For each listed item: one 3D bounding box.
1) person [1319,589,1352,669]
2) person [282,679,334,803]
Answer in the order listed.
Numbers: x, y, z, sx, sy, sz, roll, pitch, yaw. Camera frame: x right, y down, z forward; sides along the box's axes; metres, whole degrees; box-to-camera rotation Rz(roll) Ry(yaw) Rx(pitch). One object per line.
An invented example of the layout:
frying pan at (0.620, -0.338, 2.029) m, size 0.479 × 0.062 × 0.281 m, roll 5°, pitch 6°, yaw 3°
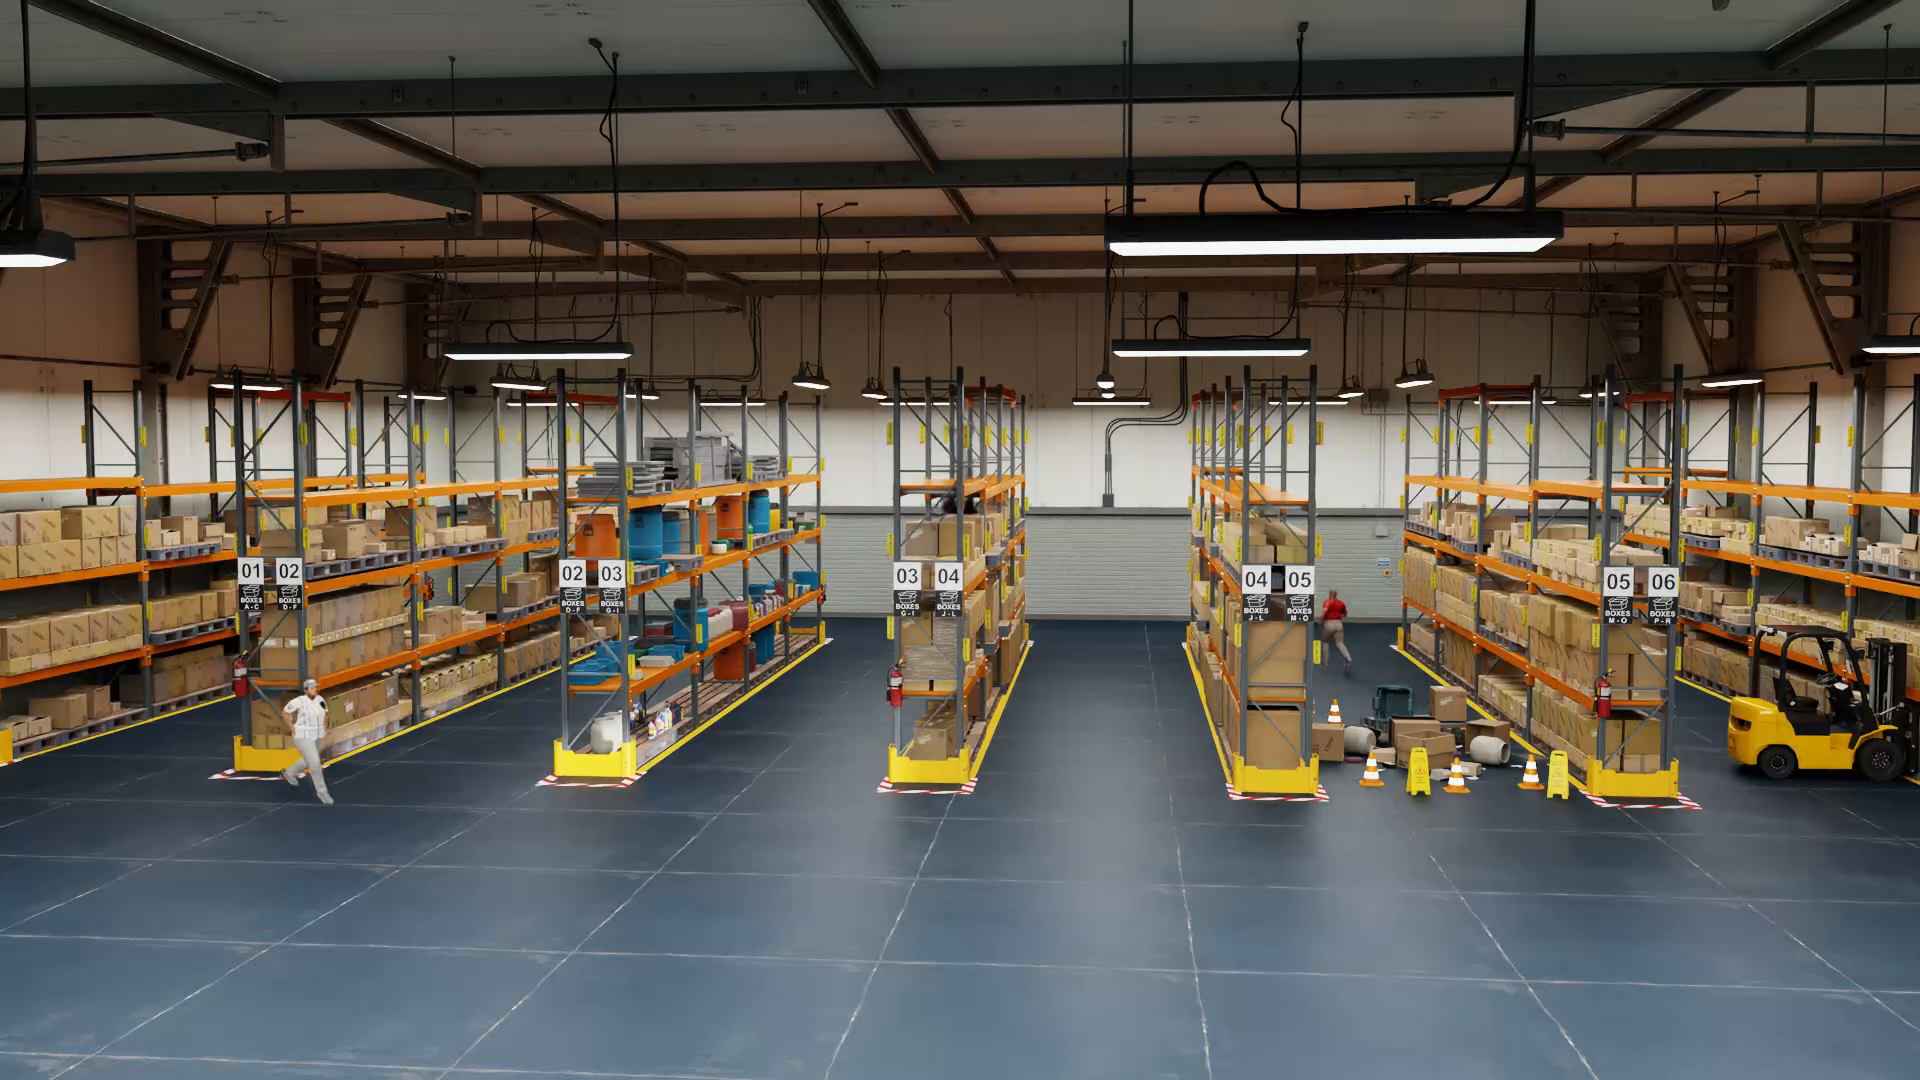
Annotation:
person at (8.008, 1.933, 35.622) m, size 0.670 × 1.767 × 0.968 m, roll -1°, pitch 4°, yaw -12°
person at (-9.013, 2.763, 23.014) m, size 1.042 × 1.706 × 0.571 m, roll 2°, pitch 4°, yaw 24°
